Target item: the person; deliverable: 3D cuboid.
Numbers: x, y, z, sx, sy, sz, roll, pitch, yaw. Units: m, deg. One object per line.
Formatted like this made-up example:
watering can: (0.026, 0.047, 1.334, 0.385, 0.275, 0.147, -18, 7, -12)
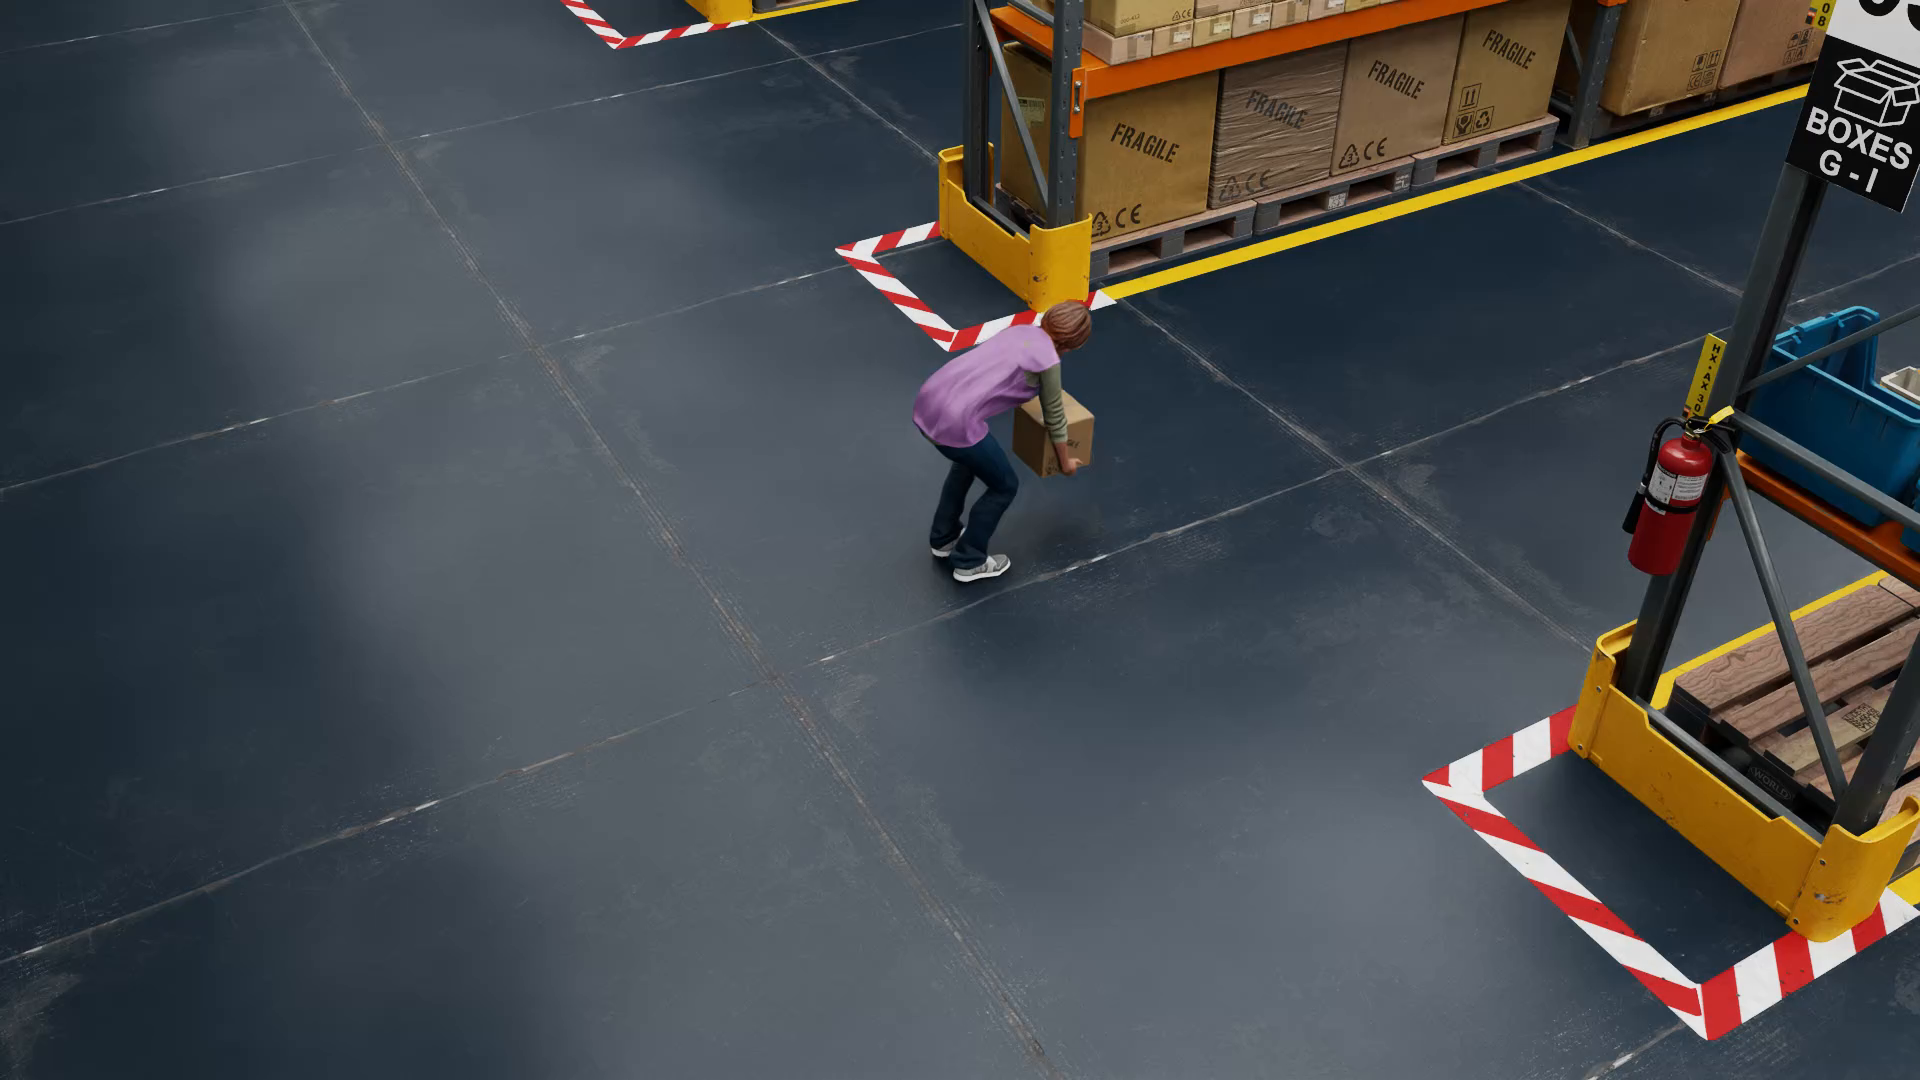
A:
person: (0.193, -0.416, 7.085, 0.837, 1.137, 0.398, -21, 42, -25)
